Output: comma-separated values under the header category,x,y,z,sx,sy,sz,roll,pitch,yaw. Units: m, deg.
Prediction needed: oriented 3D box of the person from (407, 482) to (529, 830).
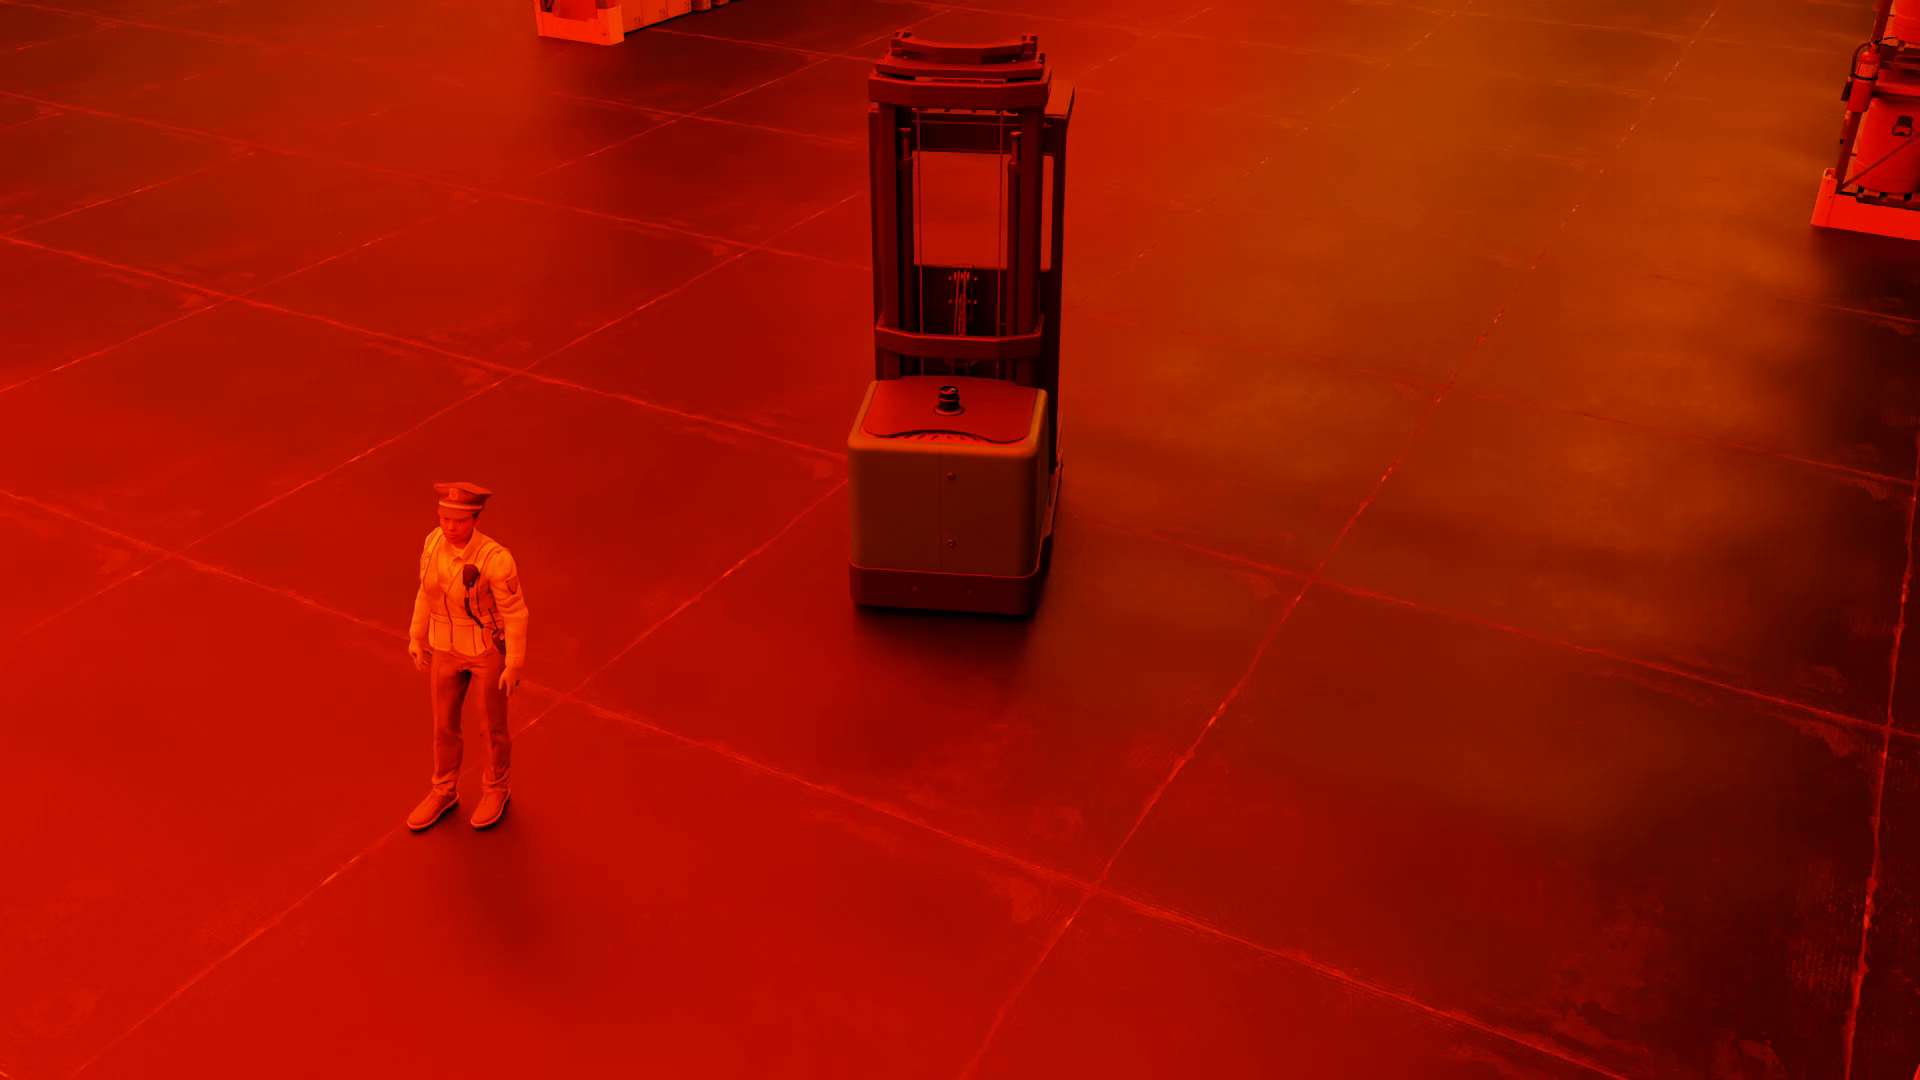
category,x,y,z,sx,sy,sz,roll,pitch,yaw
person,-2.212,0.524,7.385,0.587,1.694,0.531,10,32,17

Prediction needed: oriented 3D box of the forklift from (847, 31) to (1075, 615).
category,x,y,z,sx,sy,sz,roll,pitch,yaw
forklift,0.072,-1.572,9.794,1.130,2.935,3.031,3,30,6
